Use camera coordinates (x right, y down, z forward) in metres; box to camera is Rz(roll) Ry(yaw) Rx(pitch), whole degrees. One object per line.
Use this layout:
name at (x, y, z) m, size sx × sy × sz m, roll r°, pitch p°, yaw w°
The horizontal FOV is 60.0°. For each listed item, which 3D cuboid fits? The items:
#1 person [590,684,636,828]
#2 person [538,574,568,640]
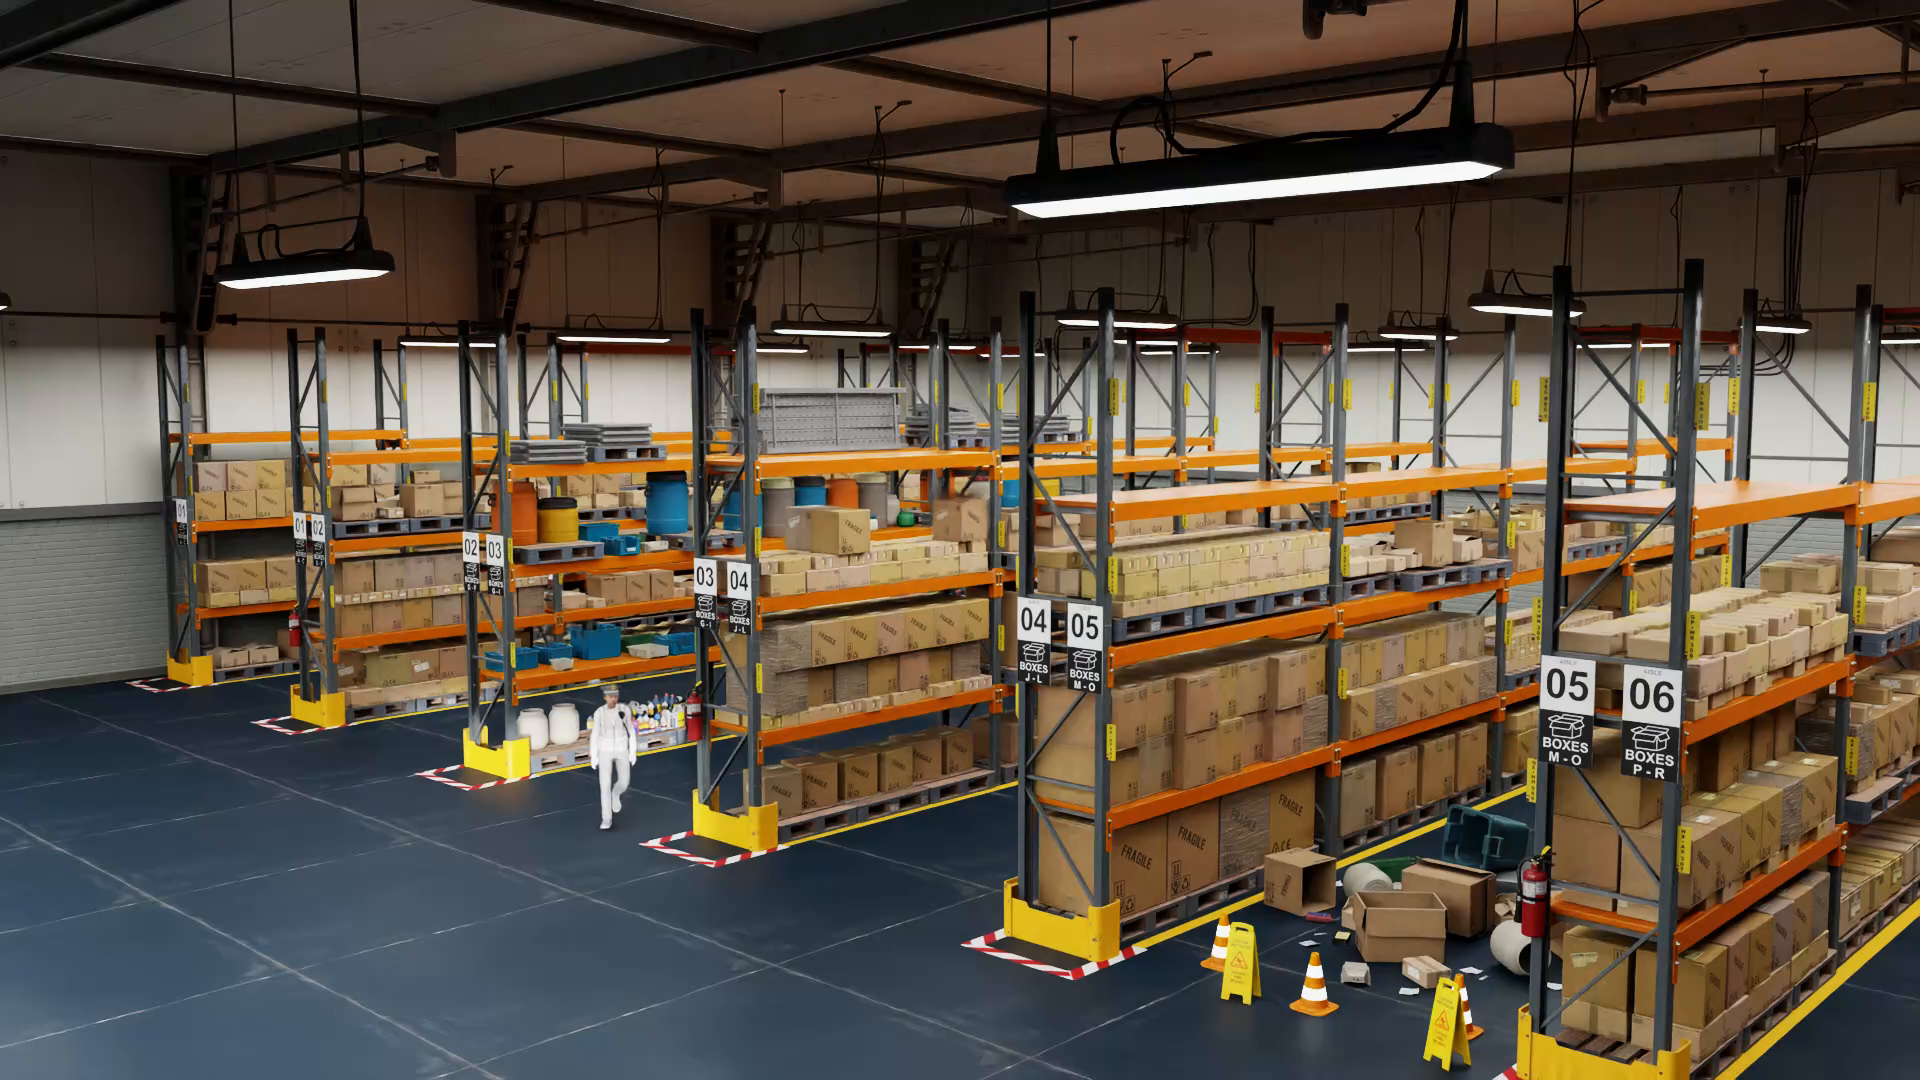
person at (-4.078, 2.492, 19.560) m, size 0.533 × 1.650 × 0.780 m, roll -1°, pitch 6°, yaw -15°
person at (-7.433, 1.450, 30.297) m, size 0.637 × 1.718 × 1.068 m, roll 5°, pitch 7°, yaw 40°
